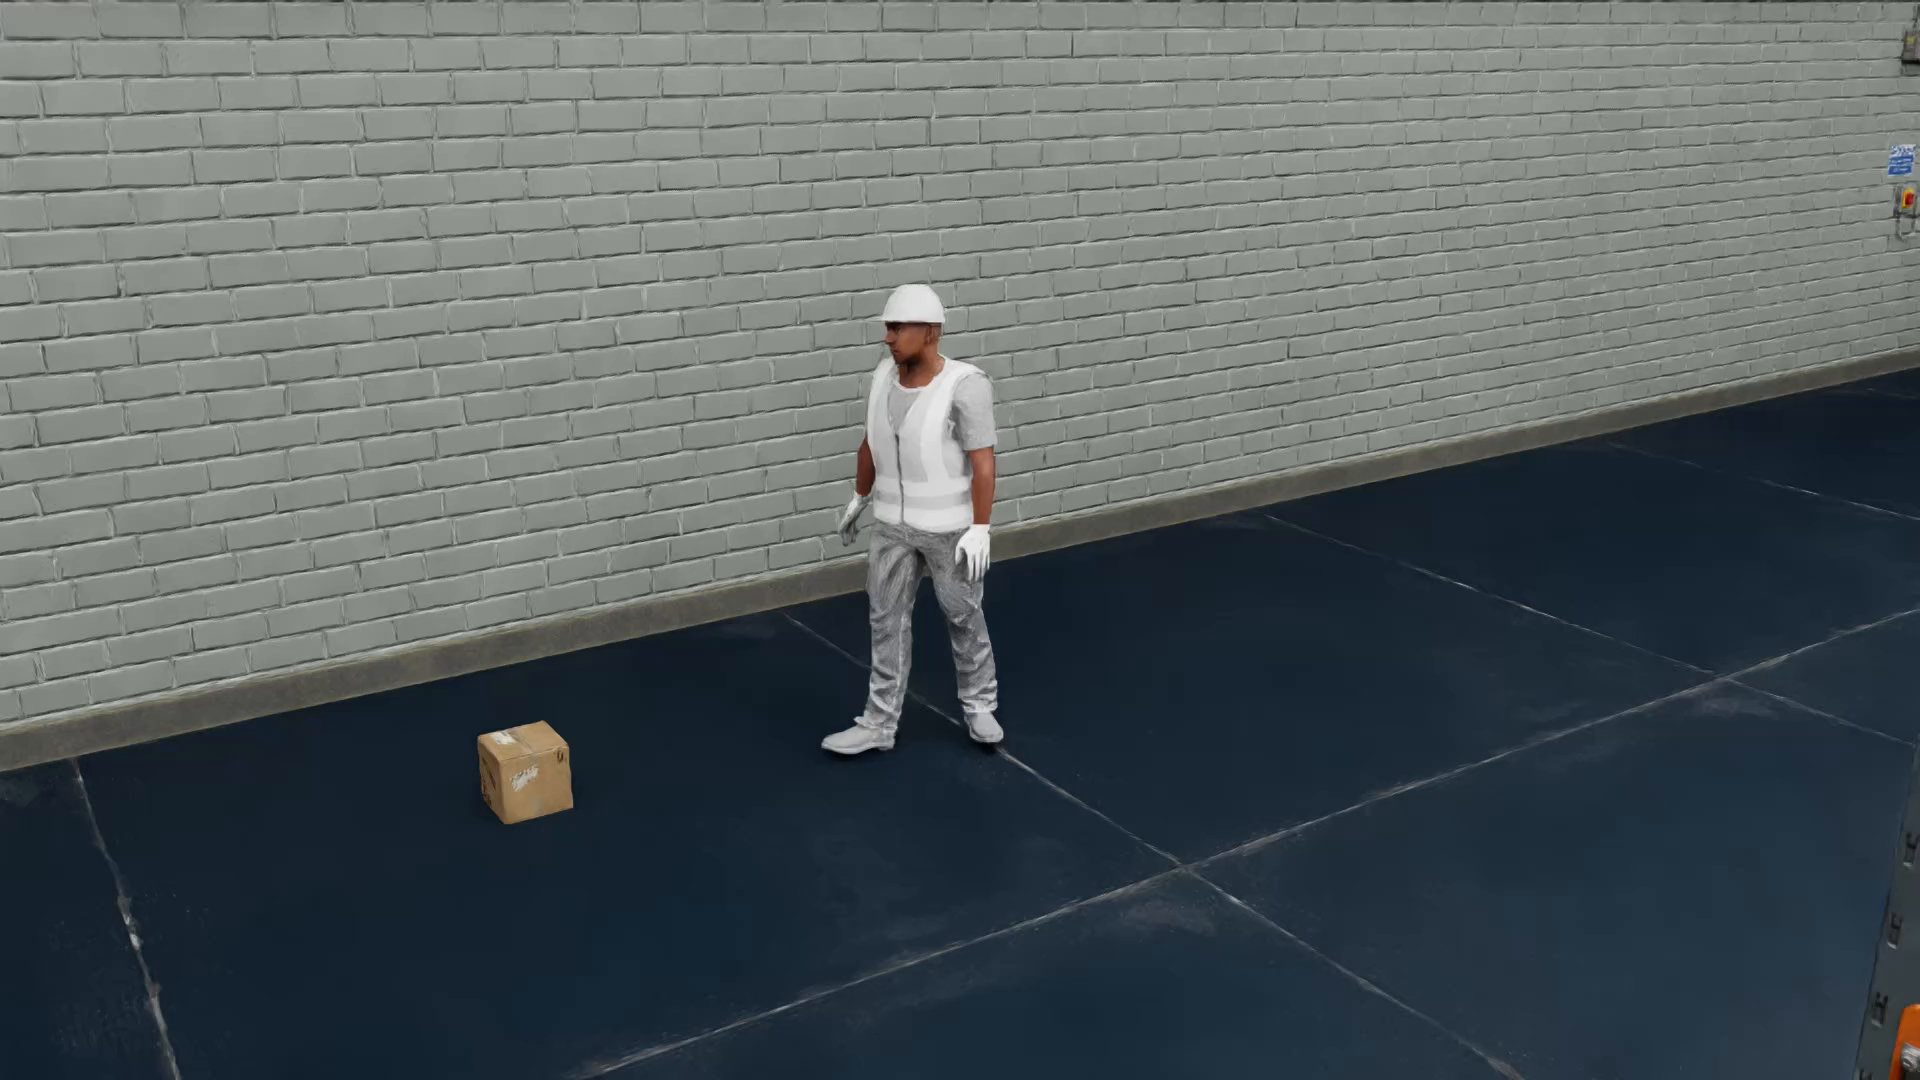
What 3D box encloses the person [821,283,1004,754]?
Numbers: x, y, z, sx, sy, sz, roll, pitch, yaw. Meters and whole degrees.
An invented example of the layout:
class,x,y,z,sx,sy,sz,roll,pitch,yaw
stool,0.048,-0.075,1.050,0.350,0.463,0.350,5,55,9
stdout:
class,x,y,z,sx,sy,sz,roll,pitch,yaw
person,-0.189,-0.061,6.190,0.704,1.786,0.643,11,21,32
